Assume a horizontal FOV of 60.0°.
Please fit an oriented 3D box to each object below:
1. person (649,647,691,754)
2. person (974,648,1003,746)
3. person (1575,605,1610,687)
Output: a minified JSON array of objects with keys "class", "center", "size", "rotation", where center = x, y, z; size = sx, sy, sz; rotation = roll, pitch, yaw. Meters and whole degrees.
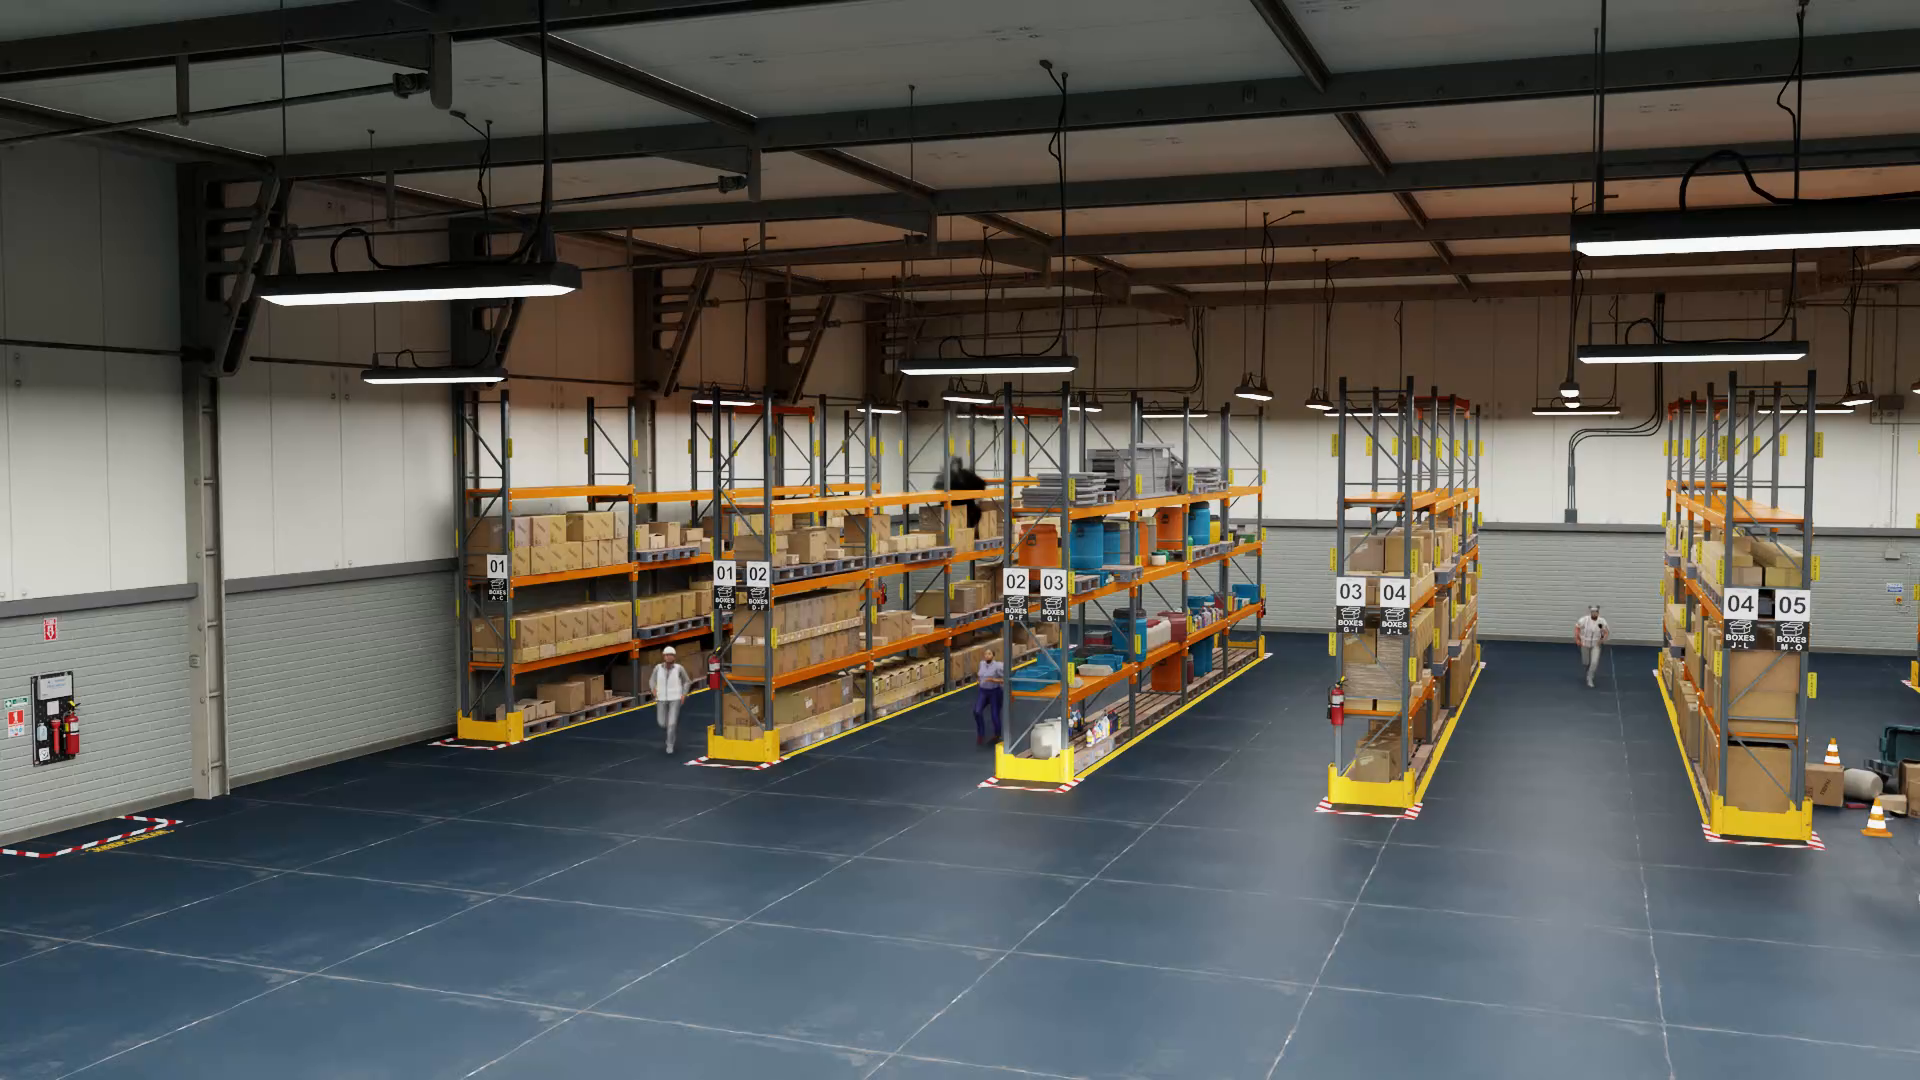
[{"class":"person","center":[-4.812,2.632,27.544],"size":[0.692,1.750,0.562],"rotation":[0,3,4]},{"class":"person","center":[0.536,2.650,28.156],"size":[0.585,1.677,0.765],"rotation":[1,3,20]},{"class":"person","center":[13.388,2.222,35.239],"size":[0.693,1.747,0.724],"rotation":[1,3,19]}]
